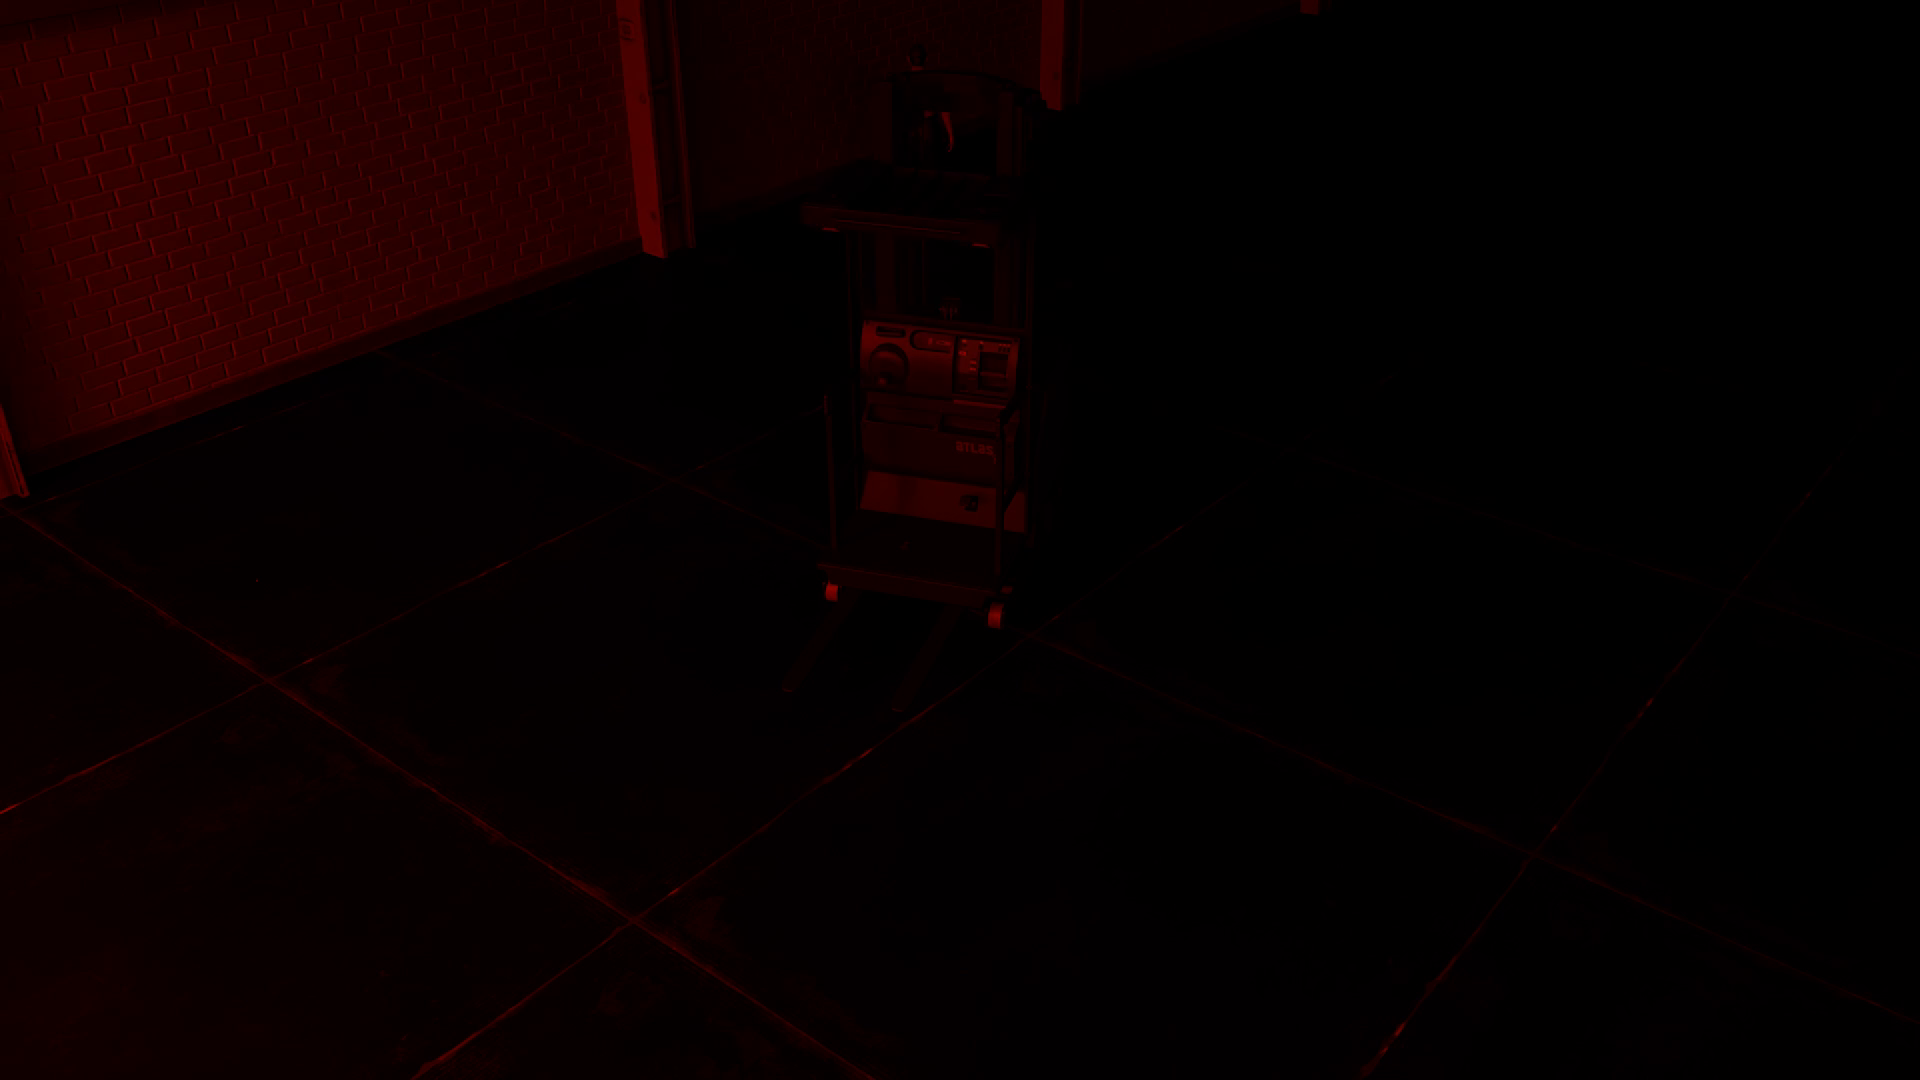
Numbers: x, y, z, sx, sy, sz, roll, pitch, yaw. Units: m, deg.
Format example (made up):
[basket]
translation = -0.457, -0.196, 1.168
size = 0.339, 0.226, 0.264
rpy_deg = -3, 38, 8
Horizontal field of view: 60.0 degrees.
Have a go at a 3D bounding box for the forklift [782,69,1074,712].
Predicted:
[forklift]
translation = -0.176, -0.972, 9.258
size = 1.130, 2.935, 3.031
rpy_deg = 9, 31, 14

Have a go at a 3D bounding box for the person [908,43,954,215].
[person]
translation = -0.390, -3.723, 15.263
size = 0.692, 1.631, 0.517
rpy_deg = 2, 30, 3
